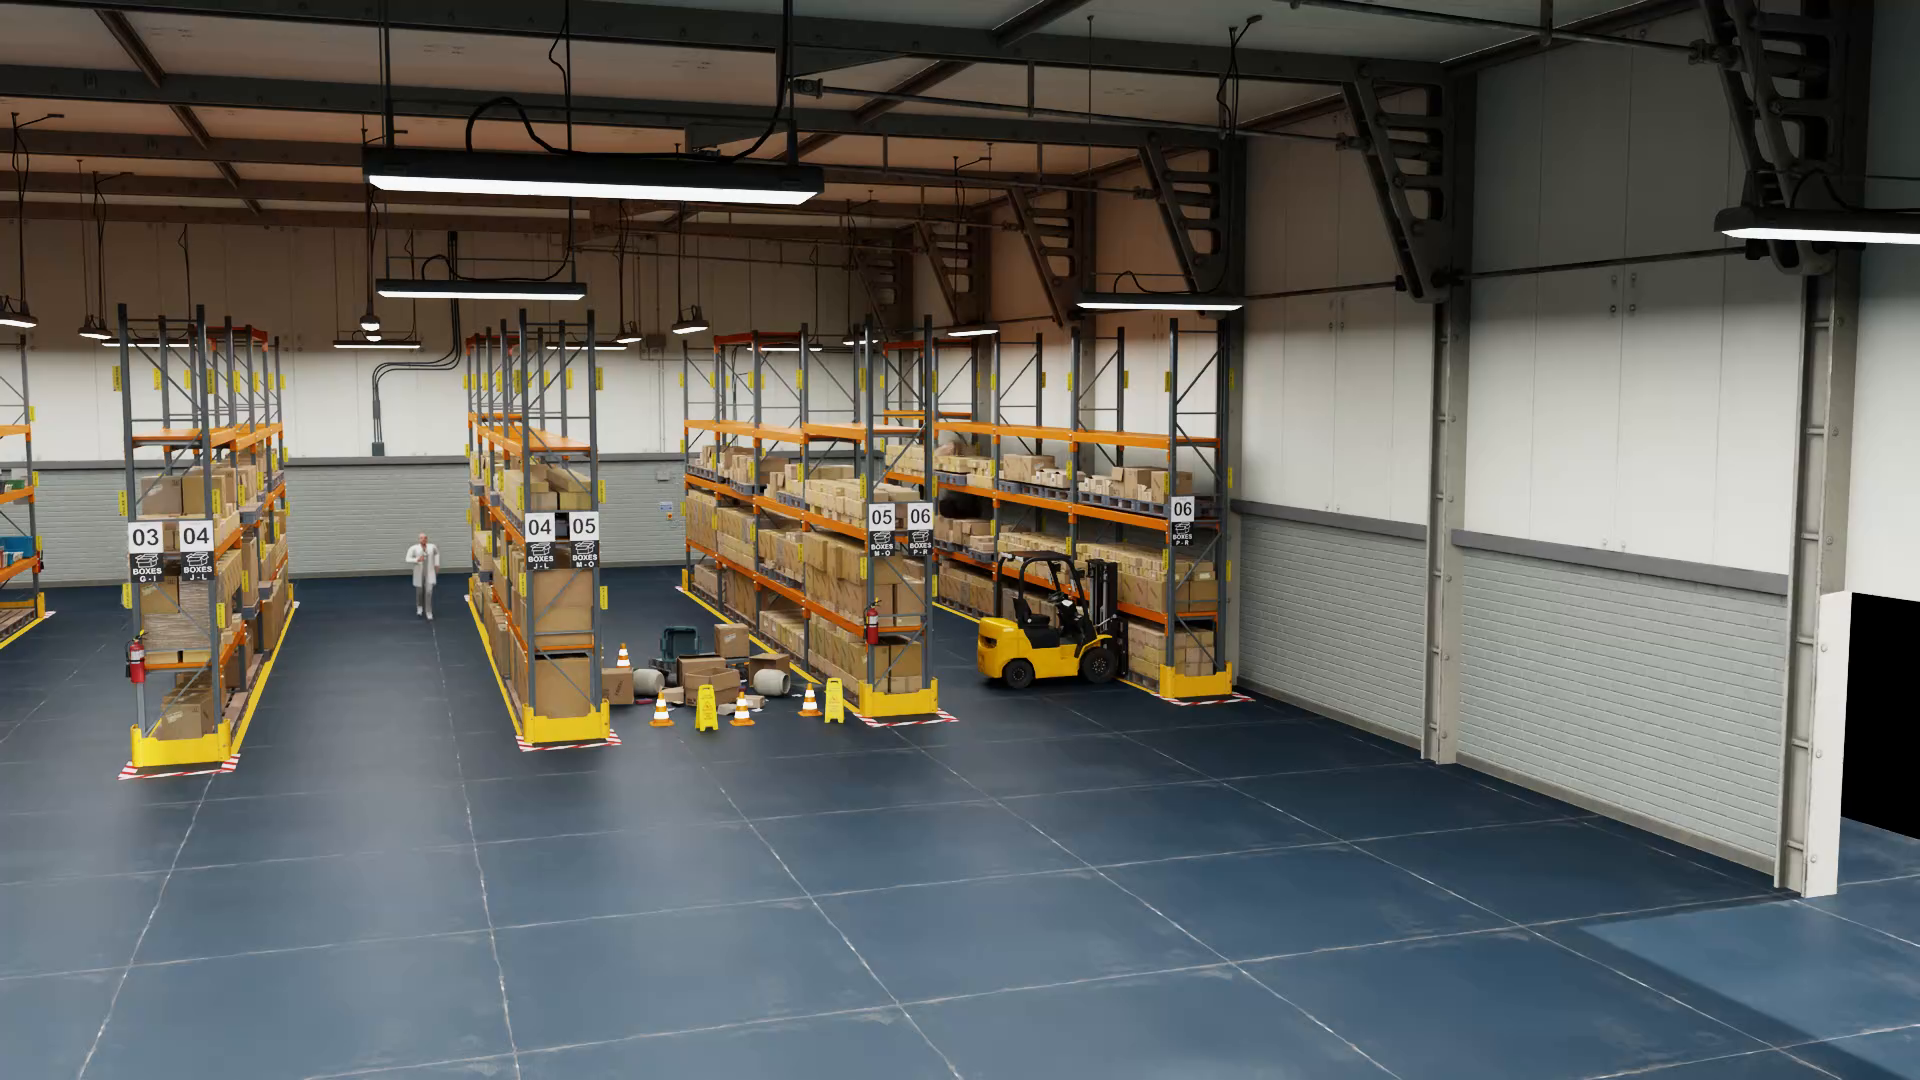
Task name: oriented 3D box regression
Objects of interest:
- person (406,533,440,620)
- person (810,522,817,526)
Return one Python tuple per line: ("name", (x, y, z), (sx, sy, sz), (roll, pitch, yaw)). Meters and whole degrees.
("person", (-11.380, 0.746, 35.274), (0.706, 1.798, 0.959), (-2, 6, -24))
("person", (-3.450, 0.430, 39.173), (0.612, 1.832, 1.089), (-3, 6, -31))
